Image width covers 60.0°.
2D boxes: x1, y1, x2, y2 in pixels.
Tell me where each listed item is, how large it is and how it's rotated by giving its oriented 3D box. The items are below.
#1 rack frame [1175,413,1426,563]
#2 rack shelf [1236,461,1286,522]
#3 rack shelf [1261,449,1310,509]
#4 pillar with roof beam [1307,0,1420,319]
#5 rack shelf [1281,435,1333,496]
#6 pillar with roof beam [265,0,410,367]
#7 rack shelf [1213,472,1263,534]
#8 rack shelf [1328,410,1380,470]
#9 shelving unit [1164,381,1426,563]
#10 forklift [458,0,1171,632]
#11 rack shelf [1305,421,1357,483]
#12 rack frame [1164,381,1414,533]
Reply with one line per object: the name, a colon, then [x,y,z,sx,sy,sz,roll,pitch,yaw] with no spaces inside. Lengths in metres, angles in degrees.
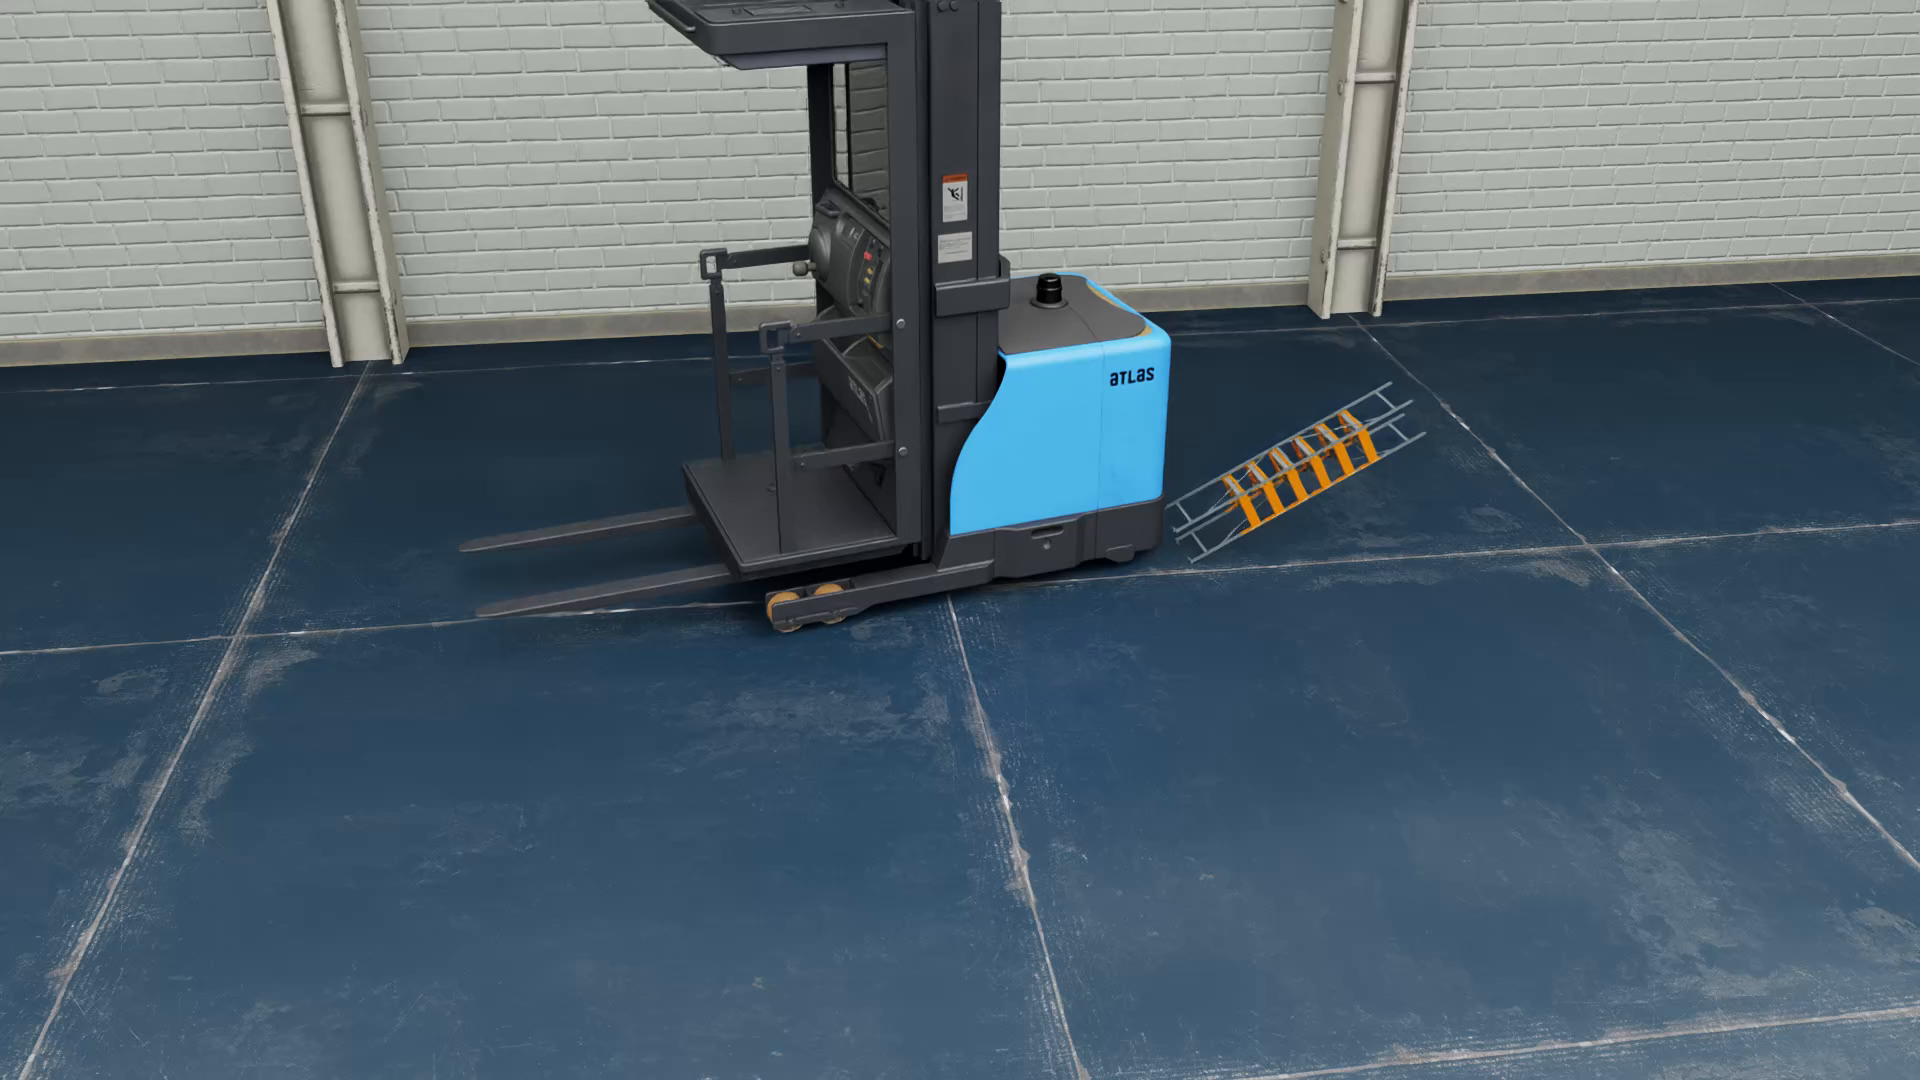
rack frame: [1.549,-0.241,7.609,1.200,0.006,0.240,-29,29,3]
rack shelf: [1.364,-0.230,7.573,0.103,0.180,0.258,-29,29,3]
rack shelf: [1.469,-0.288,7.567,0.103,0.180,0.258,-29,29,3]
pillar with roof beam: [3.048,-3.532,4.776,0.400,9.000,9.100,-4,27,-7]
rack shelf: [1.574,-0.346,7.561,0.103,0.180,0.258,-29,29,3]
pillar with roof beam: [-2.894,-3.150,4.032,0.400,9.000,9.100,-4,27,-7]
rack shelf: [1.260,-0.171,7.579,0.103,0.180,0.258,-29,29,3]
rack shelf: [1.783,-0.463,7.548,0.103,0.180,0.258,-29,29,3]
shelving unit: [1.508,-0.309,7.564,1.200,0.189,0.258,-29,29,3]
forklift: [-0.646,-1.190,6.858,3.031,2.935,1.130,-10,29,-19]
rack shelf: [1.678,-0.405,7.555,0.103,0.180,0.258,-29,29,3]
rack frame: [1.467,-0.378,7.520,1.200,0.006,0.240,-29,29,3]
